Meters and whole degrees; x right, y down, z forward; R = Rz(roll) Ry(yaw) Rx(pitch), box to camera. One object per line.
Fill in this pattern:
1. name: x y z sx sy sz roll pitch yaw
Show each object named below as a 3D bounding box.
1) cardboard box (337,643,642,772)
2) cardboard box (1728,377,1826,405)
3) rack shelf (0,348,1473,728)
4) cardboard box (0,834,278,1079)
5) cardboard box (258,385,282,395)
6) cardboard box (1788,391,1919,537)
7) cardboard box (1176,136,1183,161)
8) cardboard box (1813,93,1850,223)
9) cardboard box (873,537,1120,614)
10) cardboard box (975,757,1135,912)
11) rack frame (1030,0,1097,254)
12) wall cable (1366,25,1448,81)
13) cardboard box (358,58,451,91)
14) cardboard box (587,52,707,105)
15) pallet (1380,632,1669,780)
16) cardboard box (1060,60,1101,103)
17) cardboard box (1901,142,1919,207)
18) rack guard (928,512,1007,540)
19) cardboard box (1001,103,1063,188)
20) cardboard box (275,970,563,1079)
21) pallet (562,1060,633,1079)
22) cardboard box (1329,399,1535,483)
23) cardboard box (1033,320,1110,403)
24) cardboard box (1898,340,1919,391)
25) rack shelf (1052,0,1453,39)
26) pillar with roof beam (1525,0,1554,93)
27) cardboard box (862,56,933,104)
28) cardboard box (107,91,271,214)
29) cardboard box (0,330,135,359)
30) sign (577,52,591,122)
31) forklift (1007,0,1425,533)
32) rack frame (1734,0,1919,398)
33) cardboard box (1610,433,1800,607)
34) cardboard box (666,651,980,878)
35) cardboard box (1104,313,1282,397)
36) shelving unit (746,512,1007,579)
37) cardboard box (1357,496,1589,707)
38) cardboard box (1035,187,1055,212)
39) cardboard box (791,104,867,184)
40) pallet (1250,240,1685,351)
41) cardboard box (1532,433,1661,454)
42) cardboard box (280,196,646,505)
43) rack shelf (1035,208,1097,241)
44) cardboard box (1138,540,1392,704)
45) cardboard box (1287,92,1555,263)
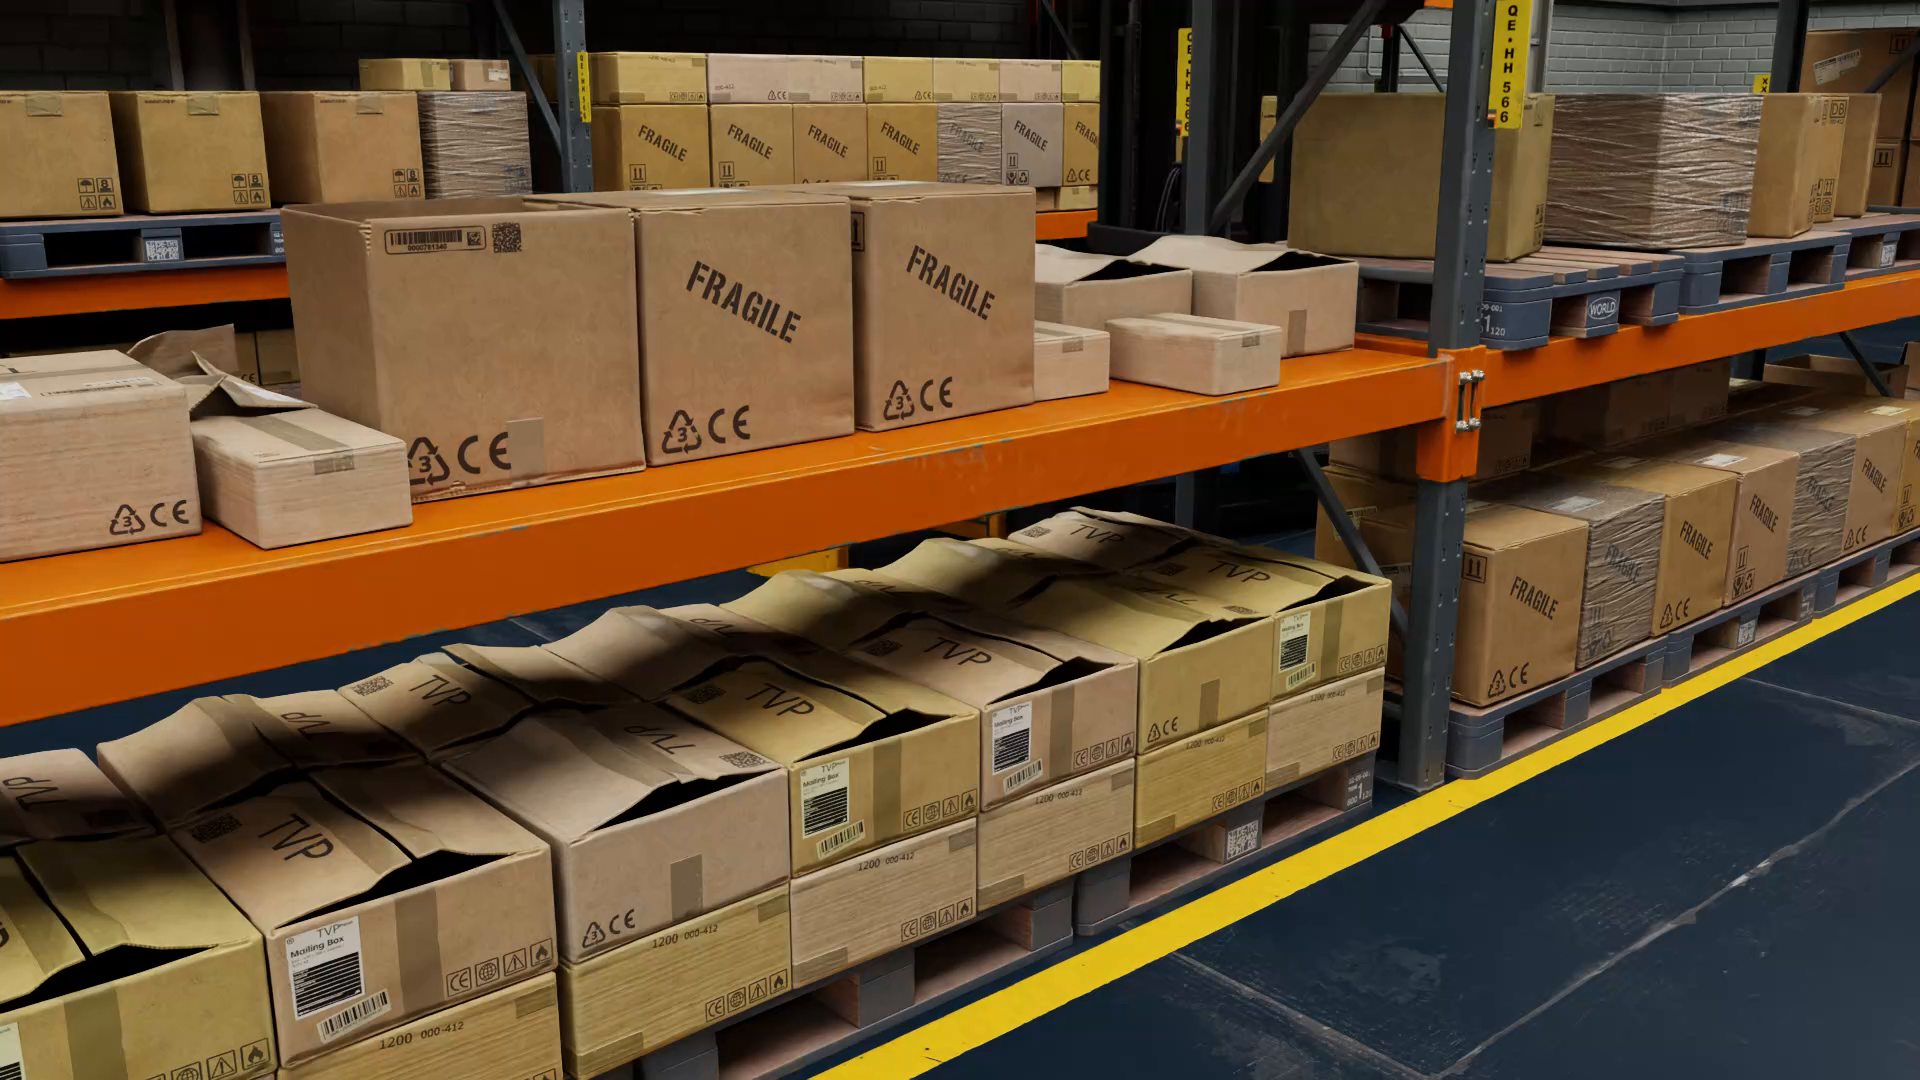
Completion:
1. cardboard box: -1.055 0.435 3.736 0.500 0.311 0.500 -13 20 -40
2. cardboard box: 3.572 -0.447 7.603 0.500 0.500 0.500 -14 20 -42
3. rack shelf: -0.430 -0.113 3.754 4.000 0.370 1.077 -13 19 -39
4. cardboard box: -1.463 0.712 2.701 0.500 0.311 0.500 -13 19 -39
5. cardboard box: -3.506 -0.481 7.731 0.500 0.500 0.700 -13 20 -40
6. cardboard box: 3.912 -0.342 7.210 0.500 0.500 0.500 -13 20 -40
7. cardboard box: 1.262 -2.674 11.368 0.700 0.700 0.980 -12 19 -39
8. cardboard box: 3.115 -1.562 6.779 0.500 0.500 0.700 -9 17 -31
9. cardboard box: 0.100 0.178 4.700 0.500 0.311 0.500 -13 20 -41
10. cardboard box: 0.074 0.636 4.072 0.500 0.250 0.500 -12 19 -38
11. rack frame: 0.842 -2.441 11.074 0.127 3.000 1.000 -13 19 -39
12. wall cable: 4.204 -4.010 14.981 1.851 1.984 0.084 -13 19 -39
13. cardboard box: -2.649 -2.215 7.928 0.380 0.149 0.250 12 19 38
14. cardboard box: -1.642 -2.358 8.505 0.500 0.250 0.500 -12 19 -38
15. pallet: 1.667 0.429 5.735 1.213 0.211 1.003 -13 19 -39
16. cardboard box: 0.657 -2.876 10.441 0.500 0.250 0.500 -12 19 -38
17. cardboard box: 4.660 -1.558 7.578 0.500 0.500 0.500 -12 19 -38
18. rack guard: -0.022 -0.130 7.754 0.587 0.250 0.087 13 20 41
19. cardboard box: 0.281 -2.427 10.213 0.500 0.500 0.500 -12 19 -39
20. cardboard box: -1.085 0.898 3.092 0.500 0.250 0.500 -12 19 -38
21. pallet: -1.408 1.093 3.248 1.213 0.211 1.003 -13 19 -39
22. cardboard box: 1.670 -0.381 5.901 0.500 0.250 0.500 -12 19 -37
23. cardboard box: 0.154 -0.451 4.112 0.250 0.149 0.380 -11 18 -35
24. cardboard box: 5.510 -0.803 8.927 0.637 0.503 0.797 -13 19 -39
25. rack shelf: 2.351 -3.881 12.048 4.000 0.370 1.077 -13 19 -39
26. pillar with roof beam: 8.154 -5.804 12.042 0.400 9.000 9.100 -13 19 -39
27. cardboard box: -0.503 -2.618 9.476 0.500 0.250 0.500 -13 20 -40
28. cardboard box: -3.449 -1.727 7.356 0.500 0.500 0.700 -13 19 -39
29. cardboard box: -3.929 -0.745 7.263 0.500 0.250 0.500 -13 20 -41
30. sign: -1.812 -2.180 8.009 0.005 0.325 0.100 -13 19 -39
31. forklift: 1.484 -1.606 8.084 3.031 2.935 1.130 -7 17 -25
32. rack frame: 4.096 -1.477 7.466 0.127 3.000 1.000 -13 19 -39
33. cardboard box: 2.773 -0.089 6.261 0.500 0.500 0.500 -14 20 -41
34. cardboard box: -0.304 0.451 3.677 0.500 0.311 0.500 -12 19 -38
35. cardboard box: 0.582 -0.472 4.190 0.250 0.149 0.380 -13 19 -39
36. shelving unit: -0.359 -0.640 7.238 0.587 1.500 1.083 13 20 41
37. cardboard box: 1.610 0.174 5.276 0.500 0.500 0.500 -12 19 -37
38. cardboard box: 0.373 -2.134 10.375 0.250 0.149 0.380 -12 19 -38
39. cardboard box: -0.865 -2.168 9.244 0.500 0.500 0.500 -13 20 -40
40. pallet: 1.544 -0.835 5.435 1.003 0.211 1.213 -13 19 -39
41. cardboard box: 2.413 -0.186 6.625 0.500 0.500 0.500 -14 20 -41
42. cardboard box: -0.951 -0.386 3.189 0.500 0.500 0.500 -11 18 -35
43. rack shelf: -0.667 -1.754 9.899 4.000 0.370 1.077 -13 19 -39
44. cardboard box: 0.845 0.192 4.646 0.500 0.311 0.500 -12 19 -38
45. cardboard box: 1.480 -1.179 5.344 0.700 0.500 0.500 8 17 28
